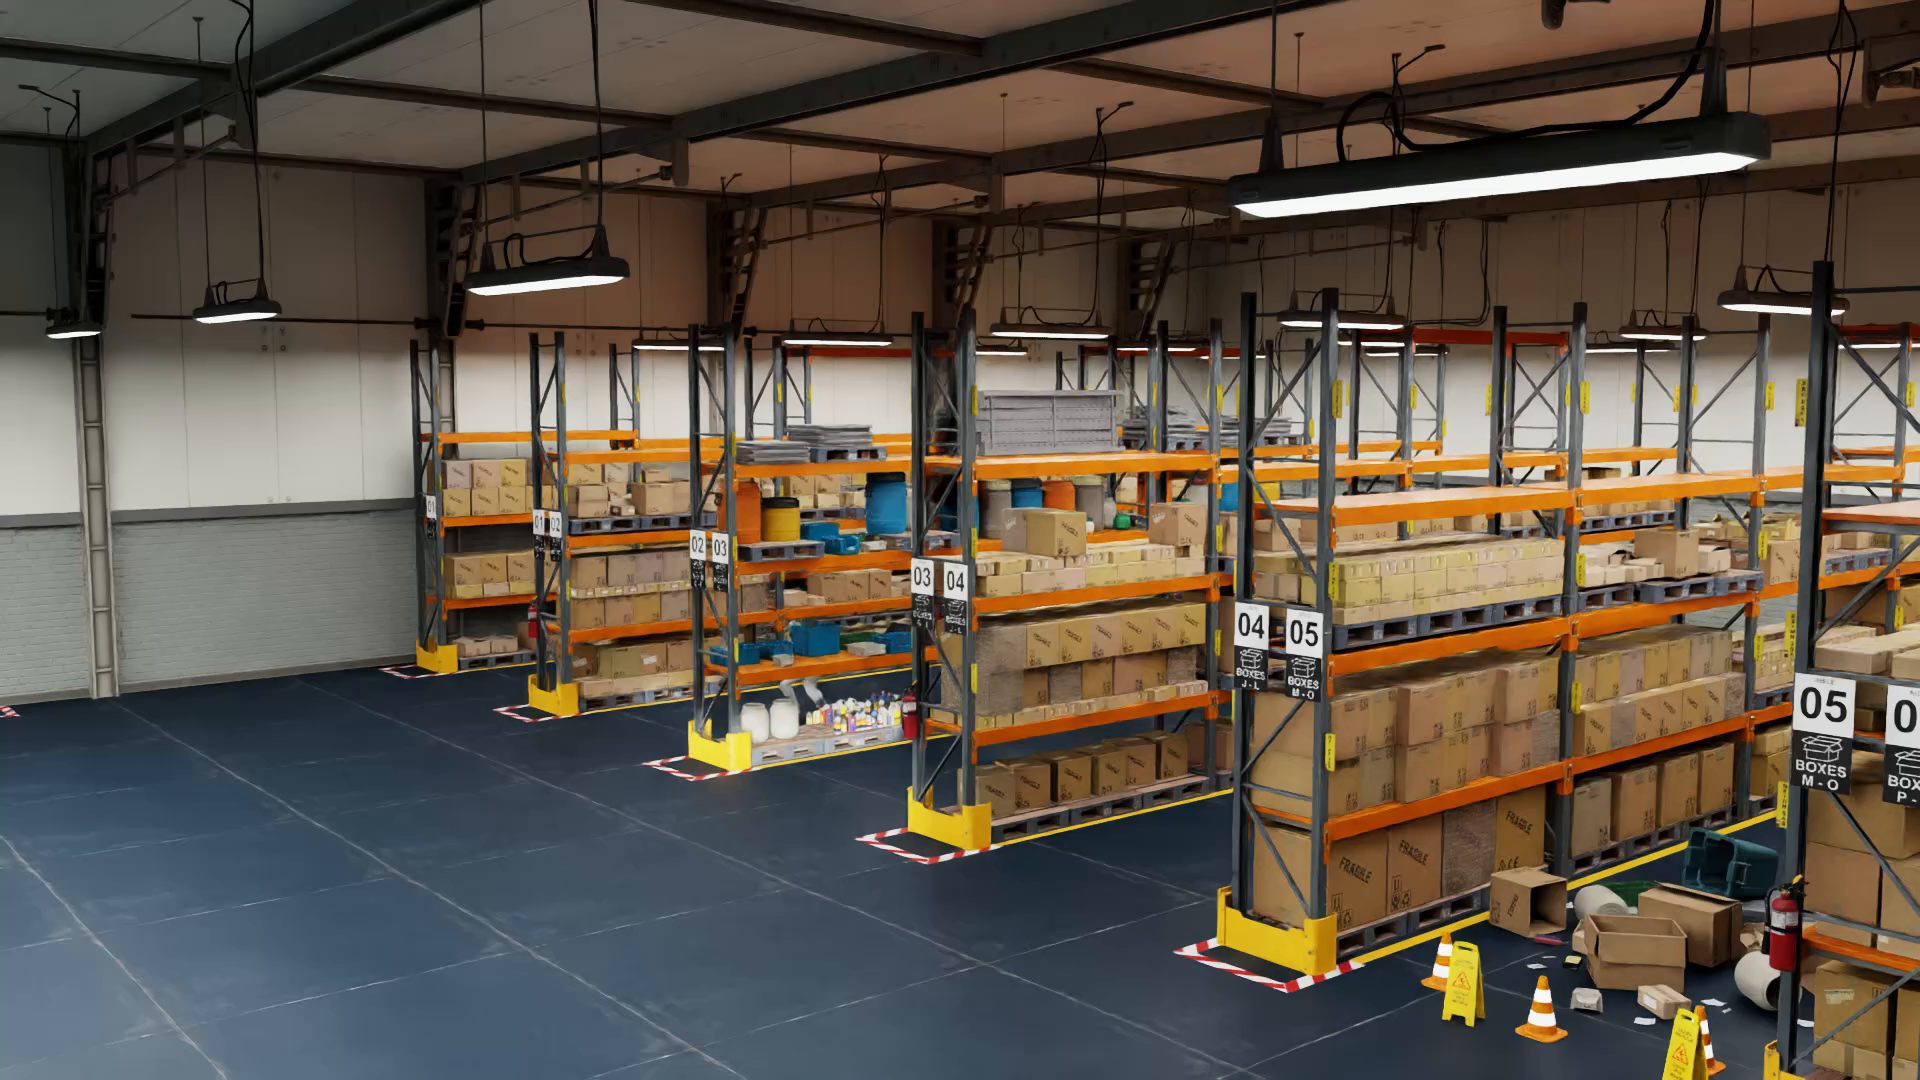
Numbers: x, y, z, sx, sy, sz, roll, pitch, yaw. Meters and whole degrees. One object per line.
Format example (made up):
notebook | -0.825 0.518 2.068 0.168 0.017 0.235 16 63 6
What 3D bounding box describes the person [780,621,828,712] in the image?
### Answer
person | -2.362 1.999 25.767 0.842 1.557 0.615 -3 6 -32
